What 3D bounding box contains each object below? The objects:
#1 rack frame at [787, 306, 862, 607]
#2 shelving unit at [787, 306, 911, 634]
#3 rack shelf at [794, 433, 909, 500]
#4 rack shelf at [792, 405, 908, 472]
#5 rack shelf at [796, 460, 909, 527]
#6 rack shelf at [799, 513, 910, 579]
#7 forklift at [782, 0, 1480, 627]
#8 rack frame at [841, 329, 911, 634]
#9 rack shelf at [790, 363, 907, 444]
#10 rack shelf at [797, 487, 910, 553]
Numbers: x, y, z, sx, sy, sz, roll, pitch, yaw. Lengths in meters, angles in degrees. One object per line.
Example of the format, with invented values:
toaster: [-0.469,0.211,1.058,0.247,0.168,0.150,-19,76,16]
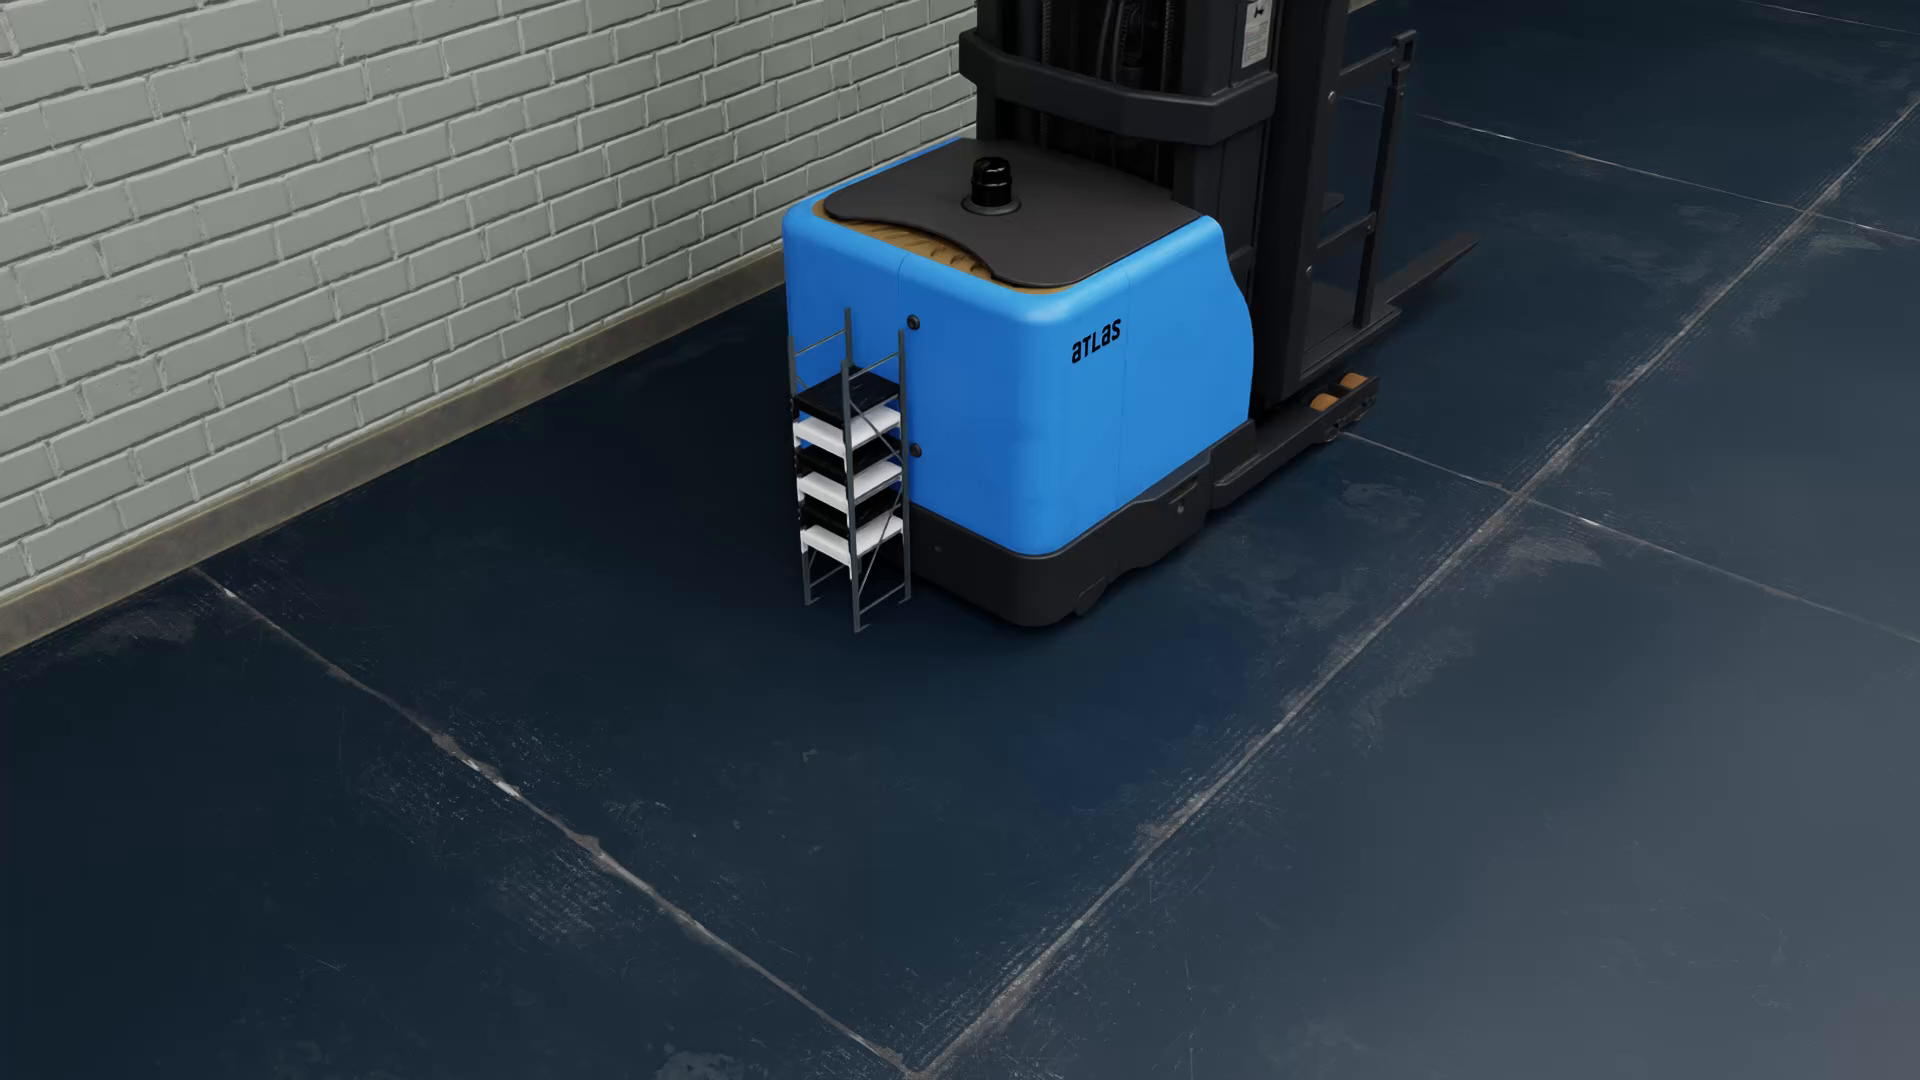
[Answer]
rack frame: [-0.382,-0.223,4.780,0.006,0.900,0.240,26,43,33]
shelving unit: [-0.306,-0.186,4.724,0.210,0.900,0.258,26,43,33]
rack shelf: [-0.306,-0.232,4.692,0.200,0.077,0.258,26,43,33]
rack shelf: [-0.306,-0.306,4.641,0.200,0.077,0.258,26,43,33]
rack shelf: [-0.305,-0.158,4.743,0.200,0.077,0.258,26,43,33]
rack shelf: [-0.305,-0.010,4.846,0.200,0.077,0.258,26,43,33]
forklift: [0.823,-1.715,5.158,1.130,2.935,3.031,26,42,33]
rack frame: [-0.229,-0.148,4.669,0.006,0.900,0.240,26,43,33]
rack shelf: [-0.306,-0.380,4.590,0.200,0.077,0.258,26,43,33]
rack shelf: [-0.305,-0.084,4.795,0.200,0.077,0.258,26,43,33]
